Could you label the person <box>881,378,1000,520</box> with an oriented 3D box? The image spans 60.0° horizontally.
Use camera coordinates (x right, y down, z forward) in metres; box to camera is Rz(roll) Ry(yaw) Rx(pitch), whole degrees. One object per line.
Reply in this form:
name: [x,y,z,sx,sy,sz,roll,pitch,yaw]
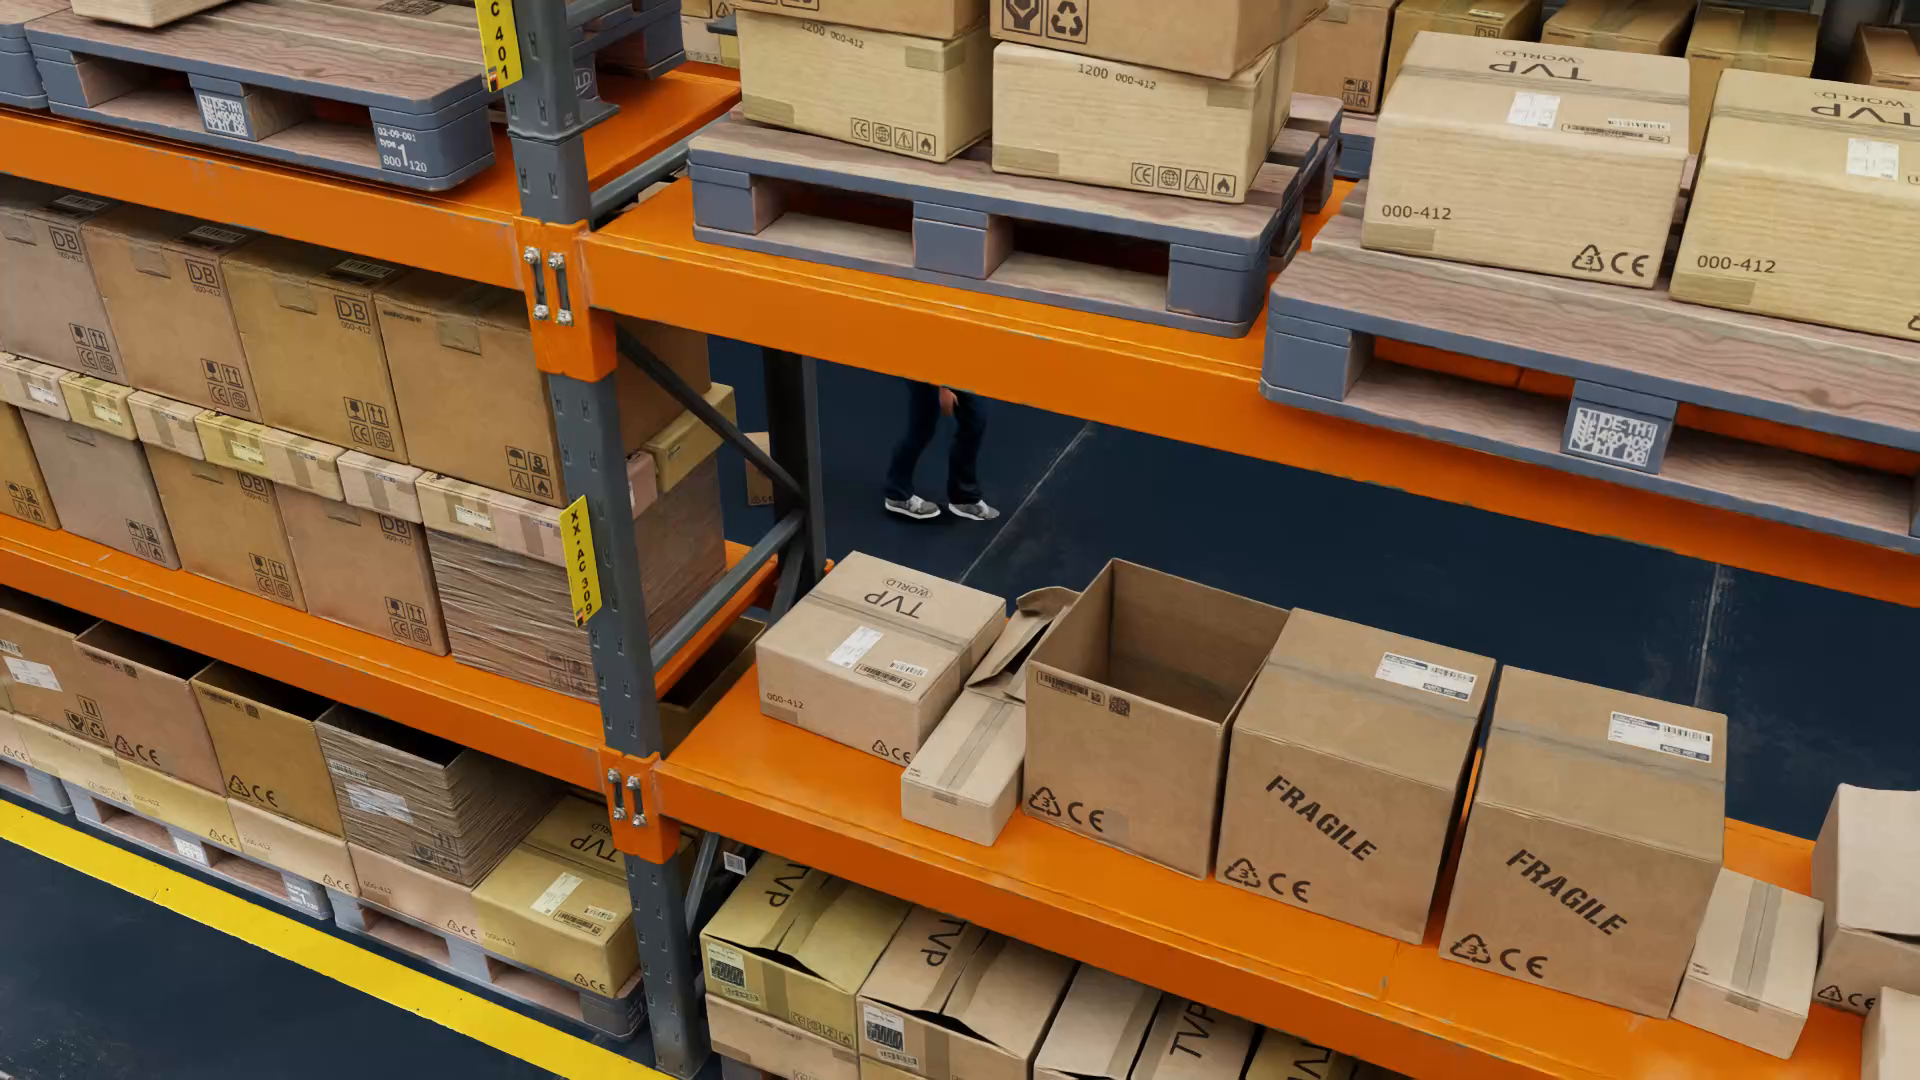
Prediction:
person: [-0.119,-0.723,7.247,0.532,1.638,0.440,11,36,16]
